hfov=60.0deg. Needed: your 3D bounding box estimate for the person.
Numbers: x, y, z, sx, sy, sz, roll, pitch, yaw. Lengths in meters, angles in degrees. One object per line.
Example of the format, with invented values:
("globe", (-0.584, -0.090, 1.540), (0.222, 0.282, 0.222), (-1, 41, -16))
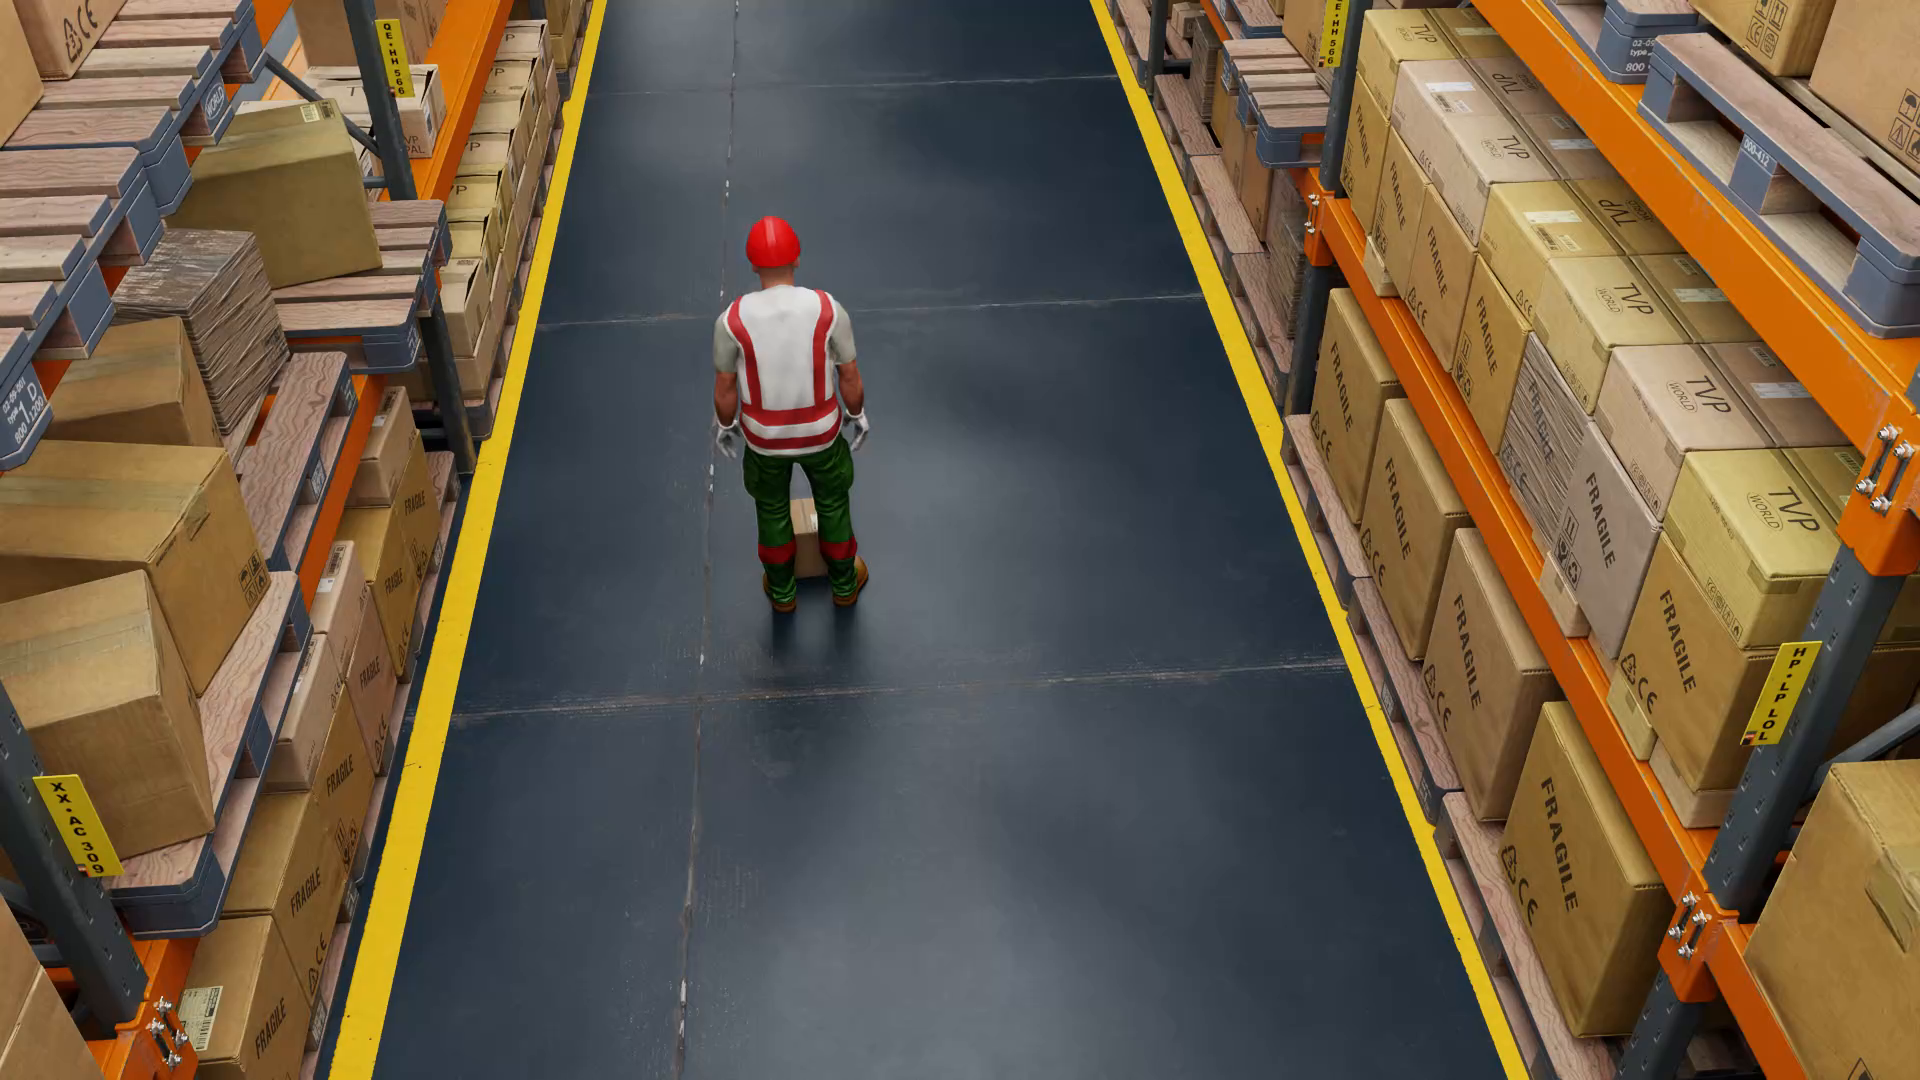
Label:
("person", (-0.677, -0.464, 6.720), (0.620, 1.779, 0.454), (-4, 39, -5))
